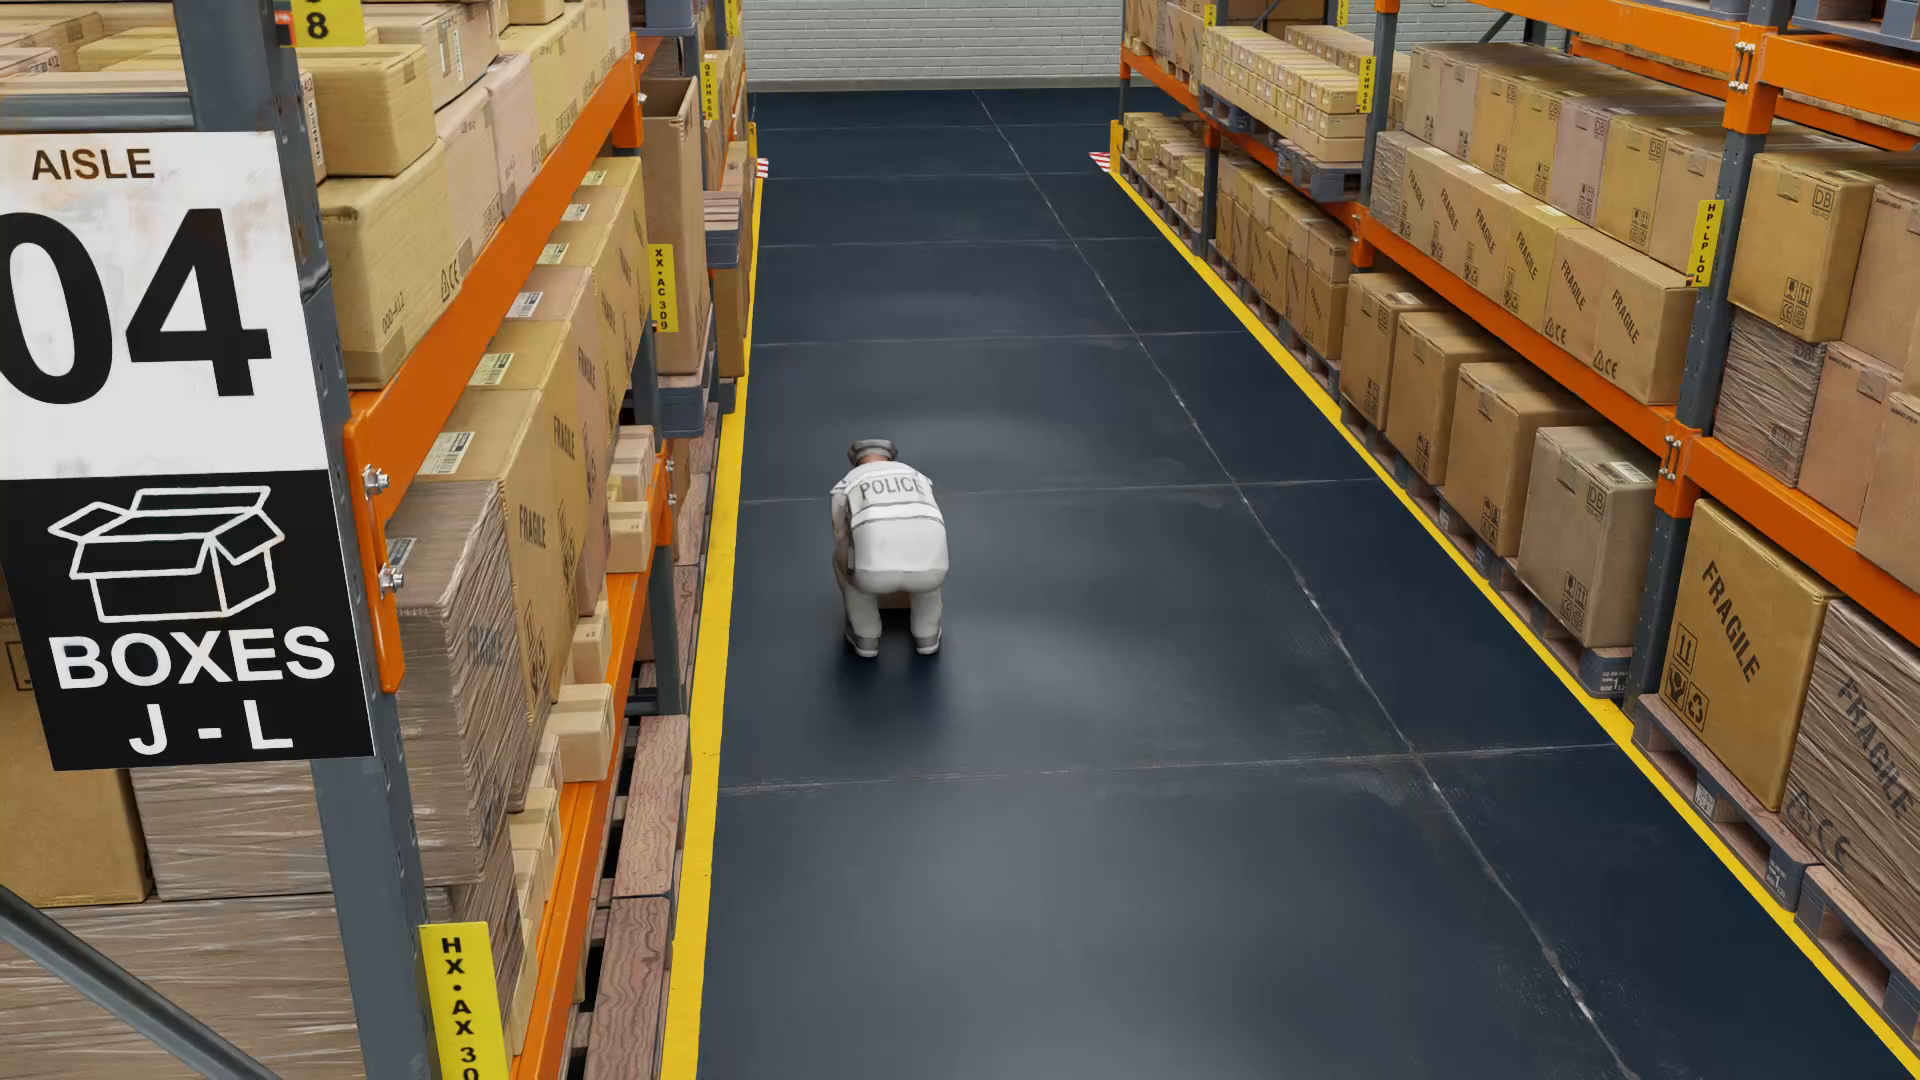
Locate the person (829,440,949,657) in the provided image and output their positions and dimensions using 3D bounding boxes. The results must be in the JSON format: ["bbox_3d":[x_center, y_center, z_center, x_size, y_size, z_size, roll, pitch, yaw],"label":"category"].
[{"bbox_3d":[-0.327,0.048,7.698,0.531,0.829,1.015,-3,24,-6],"label":"person"}]
